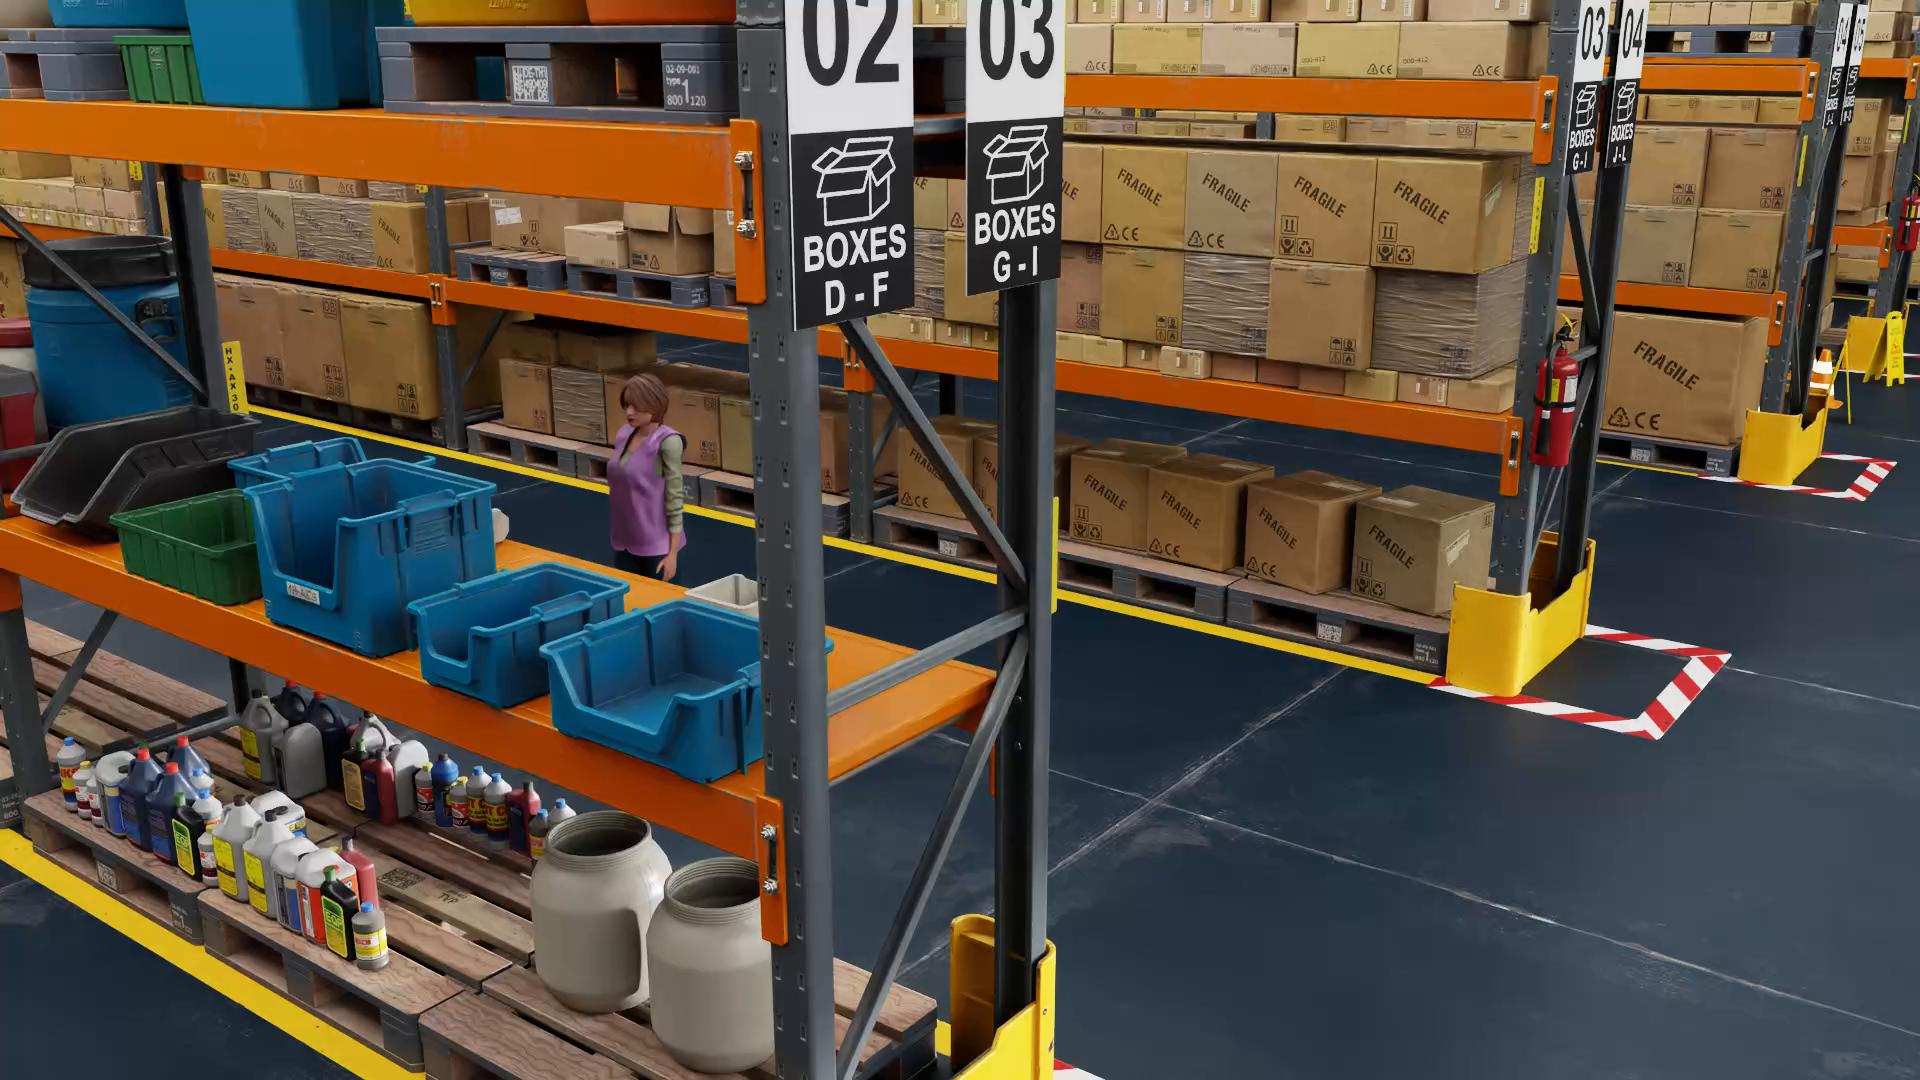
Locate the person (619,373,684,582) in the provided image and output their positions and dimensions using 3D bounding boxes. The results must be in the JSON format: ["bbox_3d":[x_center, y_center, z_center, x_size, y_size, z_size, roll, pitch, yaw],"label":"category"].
[{"bbox_3d":[-1.380,0.046,7.412,0.405,1.598,0.281,13,21,36],"label":"person"}]
